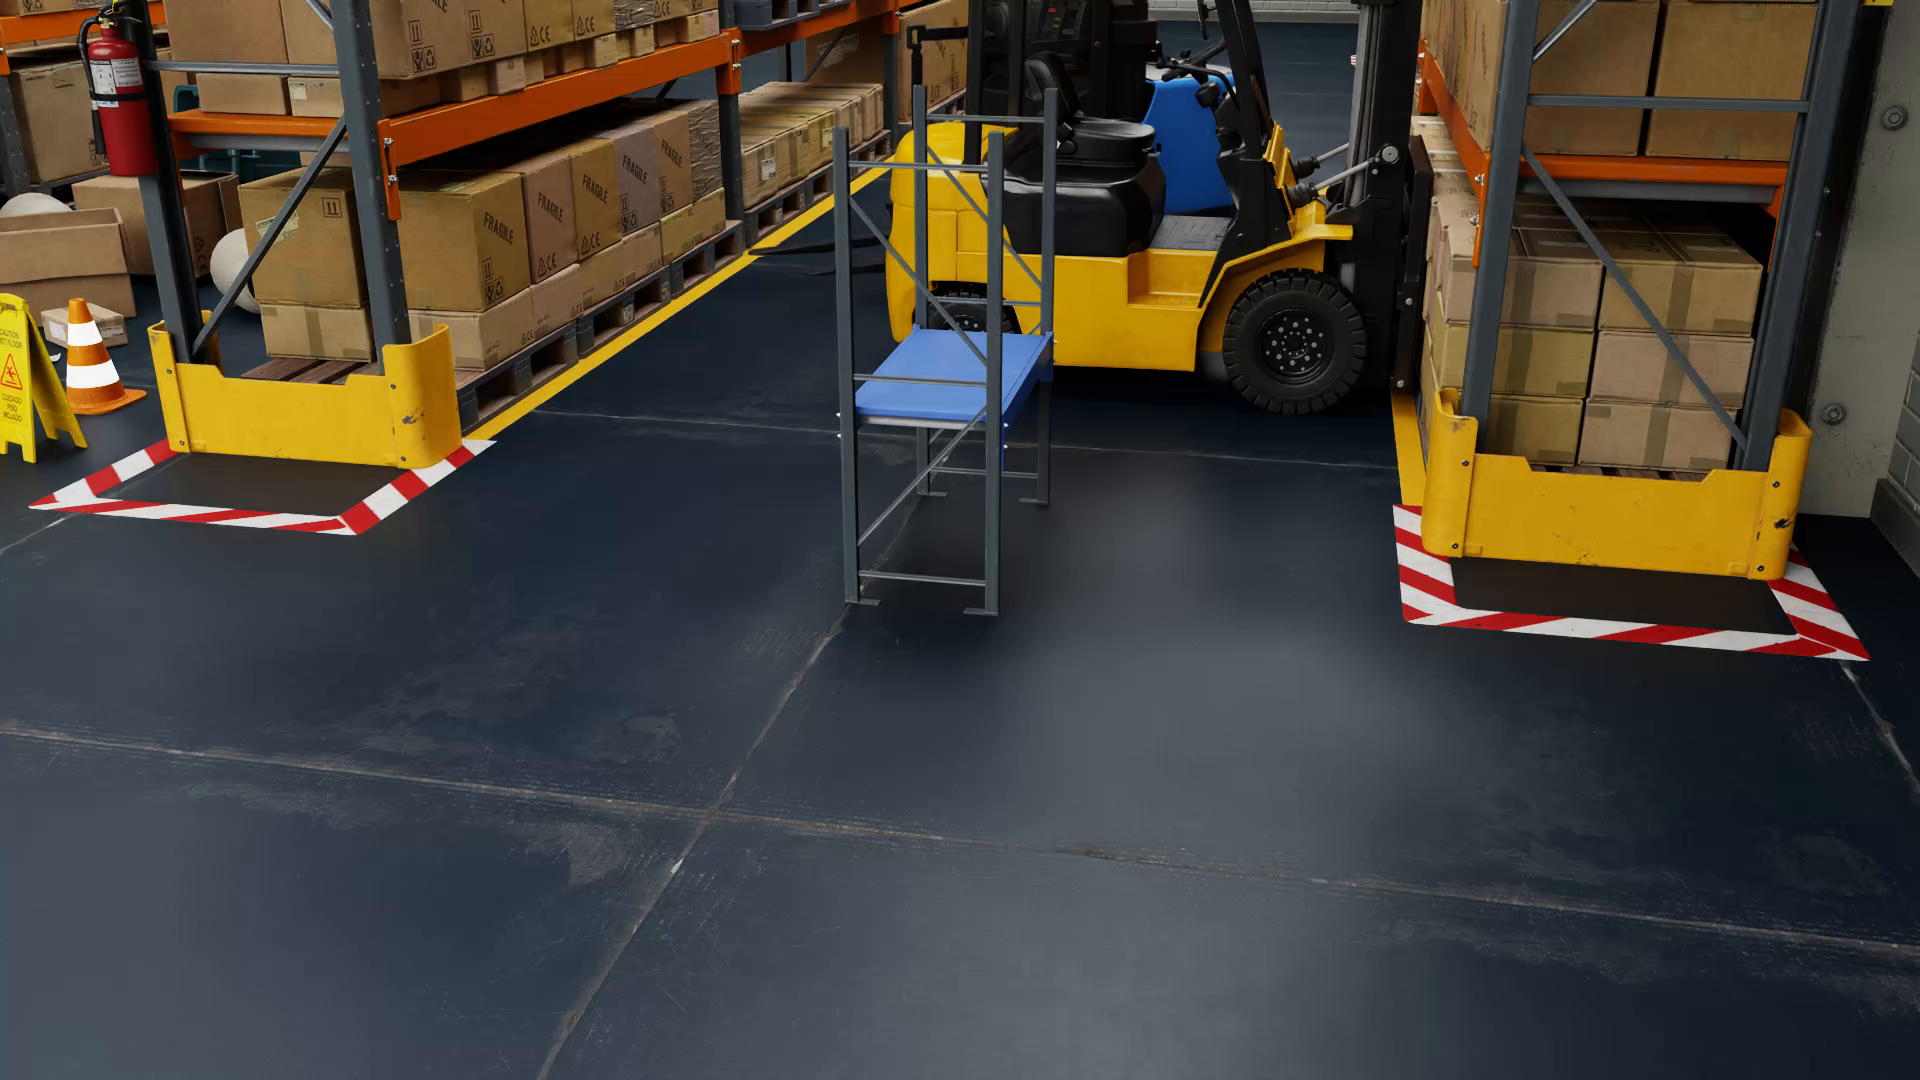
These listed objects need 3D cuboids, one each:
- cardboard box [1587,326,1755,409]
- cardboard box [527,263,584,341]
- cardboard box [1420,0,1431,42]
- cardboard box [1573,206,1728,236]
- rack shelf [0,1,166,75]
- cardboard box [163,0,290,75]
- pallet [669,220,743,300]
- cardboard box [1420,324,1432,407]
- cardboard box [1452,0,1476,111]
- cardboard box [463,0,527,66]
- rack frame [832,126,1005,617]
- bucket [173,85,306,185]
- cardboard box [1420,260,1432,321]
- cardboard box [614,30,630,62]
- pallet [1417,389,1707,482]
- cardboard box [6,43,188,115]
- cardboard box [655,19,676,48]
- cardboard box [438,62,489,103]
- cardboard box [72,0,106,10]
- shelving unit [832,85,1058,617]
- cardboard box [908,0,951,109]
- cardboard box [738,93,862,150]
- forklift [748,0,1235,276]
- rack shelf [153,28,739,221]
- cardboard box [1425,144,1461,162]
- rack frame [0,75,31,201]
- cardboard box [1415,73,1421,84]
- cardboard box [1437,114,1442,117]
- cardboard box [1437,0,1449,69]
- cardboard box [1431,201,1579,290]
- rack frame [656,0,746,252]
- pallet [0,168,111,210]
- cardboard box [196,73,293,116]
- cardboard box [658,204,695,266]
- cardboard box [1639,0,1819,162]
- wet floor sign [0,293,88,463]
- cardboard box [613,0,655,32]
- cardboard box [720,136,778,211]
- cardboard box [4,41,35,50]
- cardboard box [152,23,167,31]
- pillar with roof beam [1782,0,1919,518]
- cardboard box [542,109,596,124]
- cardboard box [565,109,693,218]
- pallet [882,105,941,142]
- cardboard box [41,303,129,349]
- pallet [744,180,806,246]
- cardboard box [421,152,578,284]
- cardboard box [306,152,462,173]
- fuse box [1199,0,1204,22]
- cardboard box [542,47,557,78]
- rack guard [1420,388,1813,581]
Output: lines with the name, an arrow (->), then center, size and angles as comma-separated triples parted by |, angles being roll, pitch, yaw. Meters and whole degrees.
cardboard box -> 2.512, -0.676, 5.966 | 0.500, 0.250, 0.500 | 5, 22, 12
cardboard box -> -2.100, -1.125, 7.750 | 0.500, 0.250, 0.500 | 5, 23, 13
cardboard box -> 2.876, -2.966, 9.404 | 0.500, 0.250, 0.500 | 5, 22, 12
cardboard box -> 2.594, -1.096, 6.340 | 0.500, 0.250, 0.500 | 4, 22, 11
rack shelf -> -6.290, -3.947, 12.601 | 1.077, 0.370, 4.000 | 4, 22, 11
cardboard box -> -2.806, -2.149, 6.643 | 0.500, 0.500, 0.500 | 4, 22, 10
pallet -> -1.934, -1.667, 9.709 | 1.003, 0.211, 1.213 | 4, 22, 11
cardboard box -> 2.110, -0.665, 6.608 | 0.500, 0.250, 0.500 | 4, 22, 11
cardboard box -> 2.275, -1.991, 6.649 | 0.500, 0.500, 0.500 | 4, 22, 10
cardboard box -> -2.177, -2.272, 6.947 | 0.500, 0.500, 0.500 | 5, 23, 13
rack frame -> -0.121, -0.479, 5.034 | 0.500, 1.500, 0.032 | 4, 22, 11
bucket -> -4.468, -2.510, 10.418 | 0.726, 0.611, 0.620 | 13, 15, 29
cardboard box -> 2.204, -1.095, 7.006 | 0.500, 0.250, 0.500 | 4, 22, 10
cardboard box -> -1.884, -2.488, 8.352 | 0.380, 0.149, 0.250 | 4, 22, 10
pallet -> 2.328, -0.358, 6.460 | 1.003, 0.211, 1.213 | 4, 22, 11
cardboard box -> -6.458, -3.287, 12.448 | 1.050, 0.750, 0.750 | 4, 22, 11
cardboard box -> -1.772, -2.770, 9.052 | 0.380, 0.149, 0.250 | 5, 22, 11
cardboard box -> -2.204, -1.922, 6.946 | 0.380, 0.149, 0.250 | 4, 22, 9
cardboard box -> -6.225, -3.952, 11.517 | 0.500, 0.500, 0.500 | 5, 22, 11
shelving unit -> -0.017, -0.665, 5.496 | 0.538, 1.500, 1.048 | 4, 22, 11
cardboard box -> -0.607, -4.453, 15.176 | 0.875, 0.875, 0.875 | 5, 22, 12
cardboard box -> -1.283, -3.171, 12.667 | 0.950, 0.372, 0.625 | 4, 22, 10
forklift -> 0.250, -2.968, 9.301 | 3.031, 2.935, 1.130 | -15, 26, -32
rack shelf -> -2.239, -2.143, 8.123 | 1.077, 0.370, 4.000 | 4, 22, 11
cardboard box -> 2.418, -1.693, 7.821 | 0.500, 0.250, 0.500 | 5, 23, 13
rack frame -> -6.698, -3.549, 10.650 | 1.000, 3.000, 0.127 | 4, 22, 11
cardboard box -> 3.579, -2.921, 11.708 | 0.875, 0.625, 0.625 | 5, 23, 13
cardboard box -> 3.124, -2.116, 9.710 | 0.875, 0.625, 0.625 | 5, 23, 13
cardboard box -> 2.593, -2.544, 8.021 | 0.500, 0.500, 0.500 | 5, 22, 12
cardboard box -> 2.100, -1.131, 6.427 | 0.500, 0.250, 0.500 | 5, 22, 12
rack frame -> -1.831, -3.208, 9.805 | 1.000, 3.000, 0.127 | 4, 22, 11
pallet -> -6.614, -2.543, 11.886 | 1.003, 0.211, 1.213 | 4, 22, 11
cardboard box -> -2.780, -1.782, 6.600 | 0.380, 0.149, 0.250 | 5, 23, 13
cardboard box -> -1.787, -1.696, 9.167 | 0.500, 0.250, 0.500 | 4, 22, 9
cardboard box -> 2.586, -1.575, 5.615 | 0.500, 0.500, 0.500 | 5, 23, 13
wet floor sign -> -3.734, -0.666, 6.643 | 0.267, 0.644, 0.232 | 13, 25, 29
cardboard box -> -1.878, -2.833, 8.339 | 0.500, 0.500, 0.500 | 5, 22, 12
cardboard box -> -1.727, -2.376, 10.694 | 0.950, 0.372, 0.625 | 5, 22, 12
cardboard box -> -10.366, -5.212, 17.062 | 1.225, 0.875, 0.875 | 5, 22, 11
cardboard box -> -9.687, -6.334, 19.848 | 0.875, 0.875, 0.875 | 4, 22, 11
pillar with roof beam -> -0.977, -4.665, 5.392 | 9.100, 9.000, 0.400 | 4, 22, 11
cardboard box -> -2.314, -2.084, 9.127 | 0.500, 0.500, 0.500 | 5, 23, 13
cardboard box -> -1.791, -2.053, 9.050 | 0.500, 0.500, 0.500 | 5, 22, 12
pallet -> -0.780, -3.660, 14.660 | 1.003, 0.211, 1.213 | 4, 22, 11
cardboard box -> -4.358, -1.056, 8.277 | 0.380, 0.149, 0.250 | 18, 28, 38
pallet -> -1.674, -2.200, 11.033 | 1.003, 0.211, 1.213 | 4, 22, 11
cardboard box -> -2.105, -1.487, 7.645 | 0.500, 0.500, 0.500 | 4, 22, 9
cardboard box -> -2.636, -1.517, 7.719 | 0.500, 0.500, 0.500 | 5, 23, 13
fuse box -> 3.772, -8.850, 25.537 | 0.539, 1.711, 0.414 | 4, 22, 11
cardboard box -> -2.092, -2.210, 7.661 | 0.380, 0.149, 0.250 | 5, 23, 13
rack guard -> 2.208, -0.200, 5.682 | 1.175, 0.500, 0.348 | 4, 22, 11
